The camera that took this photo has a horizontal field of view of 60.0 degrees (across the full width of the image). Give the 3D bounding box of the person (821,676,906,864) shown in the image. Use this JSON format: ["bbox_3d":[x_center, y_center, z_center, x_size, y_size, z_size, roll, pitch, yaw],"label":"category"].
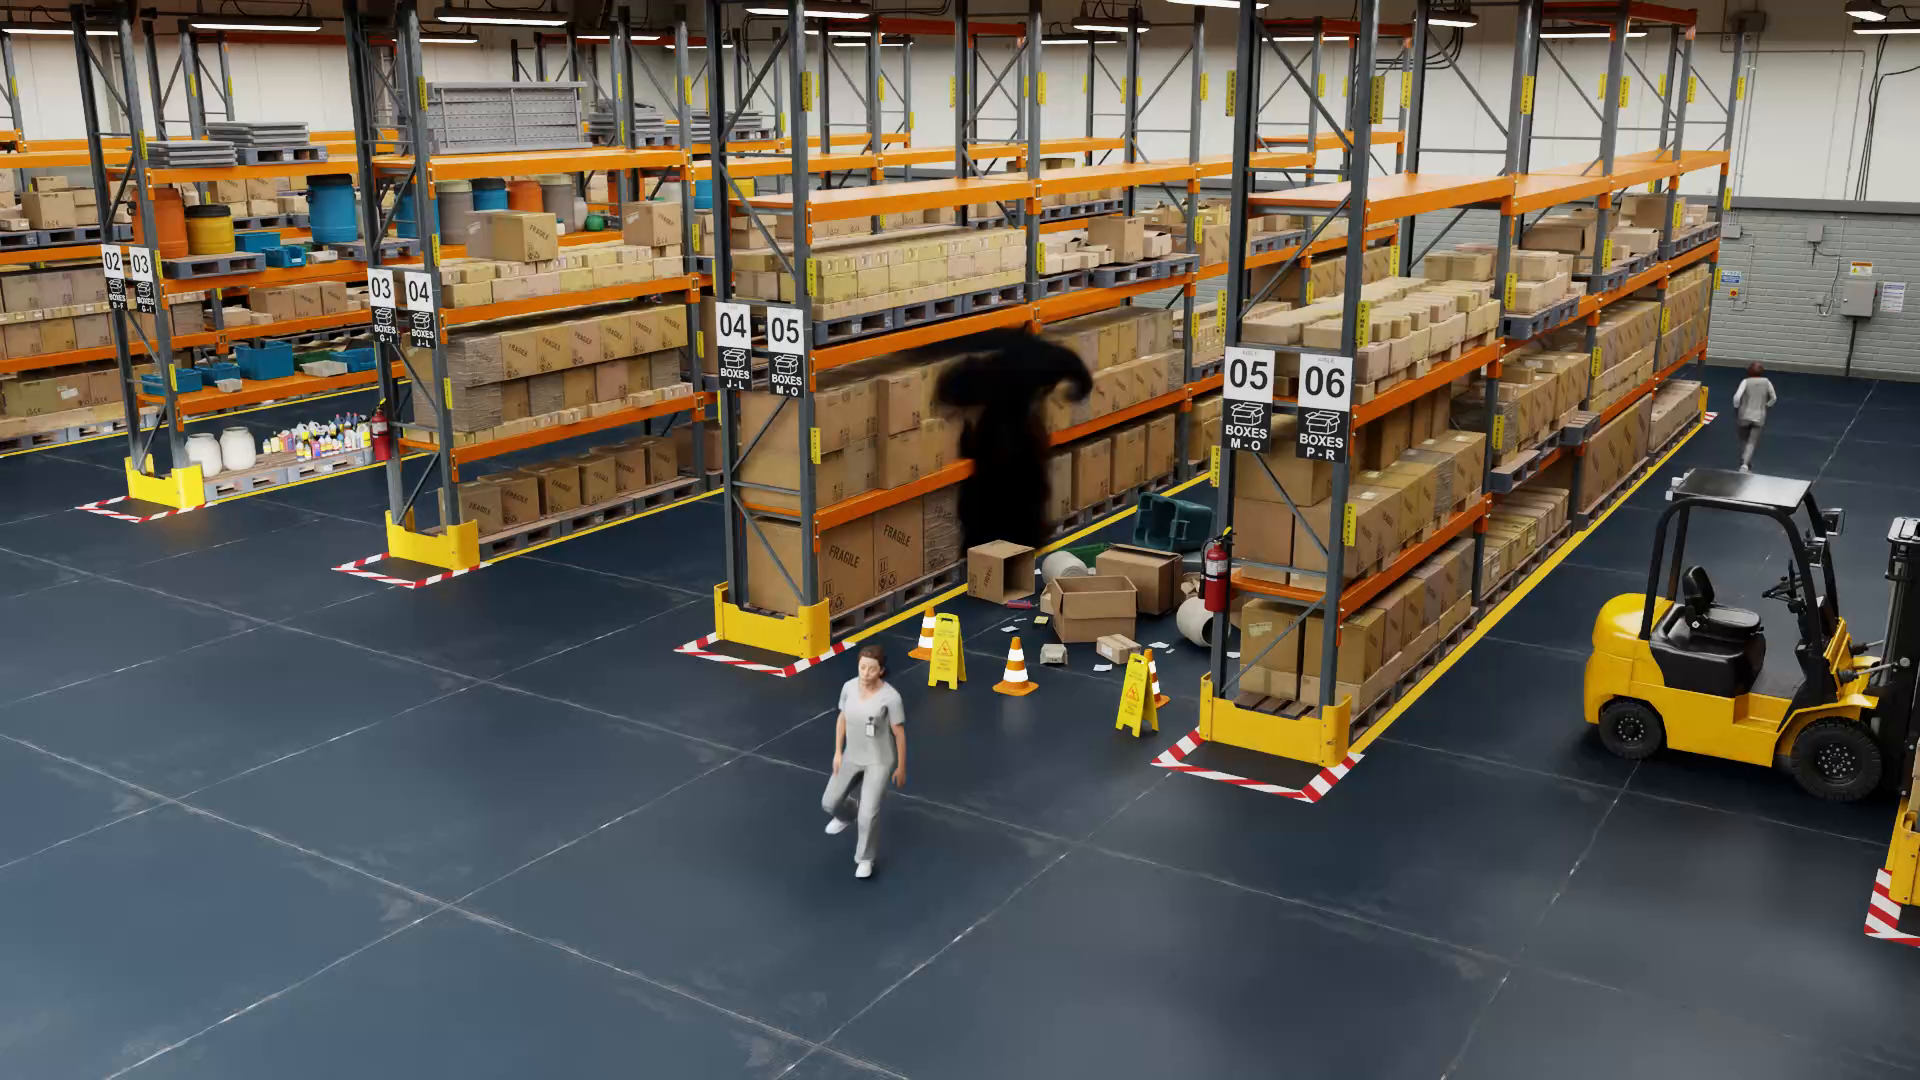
[{"bbox_3d":[-0.627,1.511,11.107,0.632,1.316,0.534,7,17,24],"label":"person"}]

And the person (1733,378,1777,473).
[{"bbox_3d":[10.430,-1.449,21.909,0.531,1.354,0.726,6,17,22],"label":"person"}]
